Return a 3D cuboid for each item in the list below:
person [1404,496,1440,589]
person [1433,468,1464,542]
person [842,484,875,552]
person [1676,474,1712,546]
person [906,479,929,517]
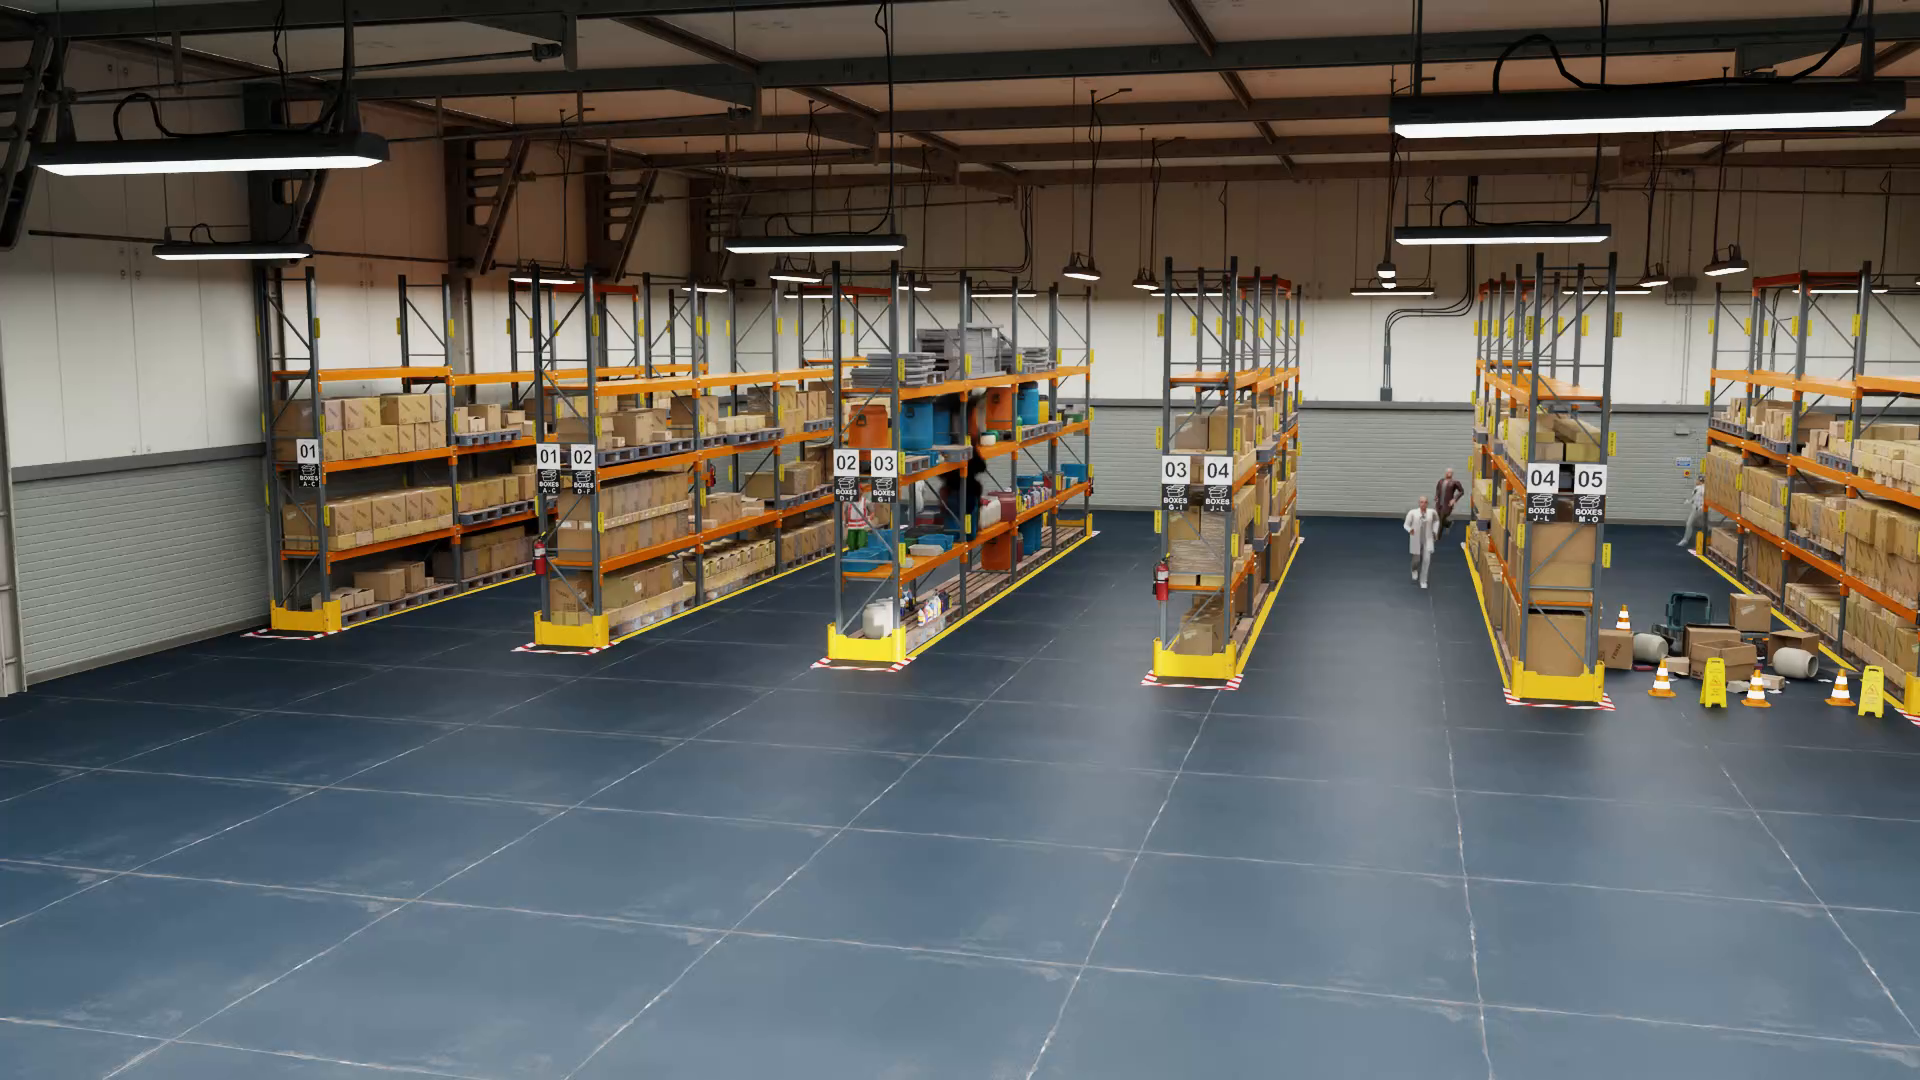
[{"bbox_3d":[8.996,0.019,32.408,0.695,1.763,0.991,1,7,8],"label":"person"},{"bbox_3d":[11.497,-0.821,39.215,0.856,1.756,0.731,-6,10,-41],"label":"person"},{"bbox_3d":[-1.967,-0.220,32.111,0.658,1.747,0.632,0,7,1],"label":"person"},{"bbox_3d":[16.963,-0.677,38.167,0.902,1.708,0.654,3,8,25],"label":"person"},{"bbox_3d":[-1.086,-1.253,42.985,0.881,1.684,0.631,7,10,43],"label":"person"}]
